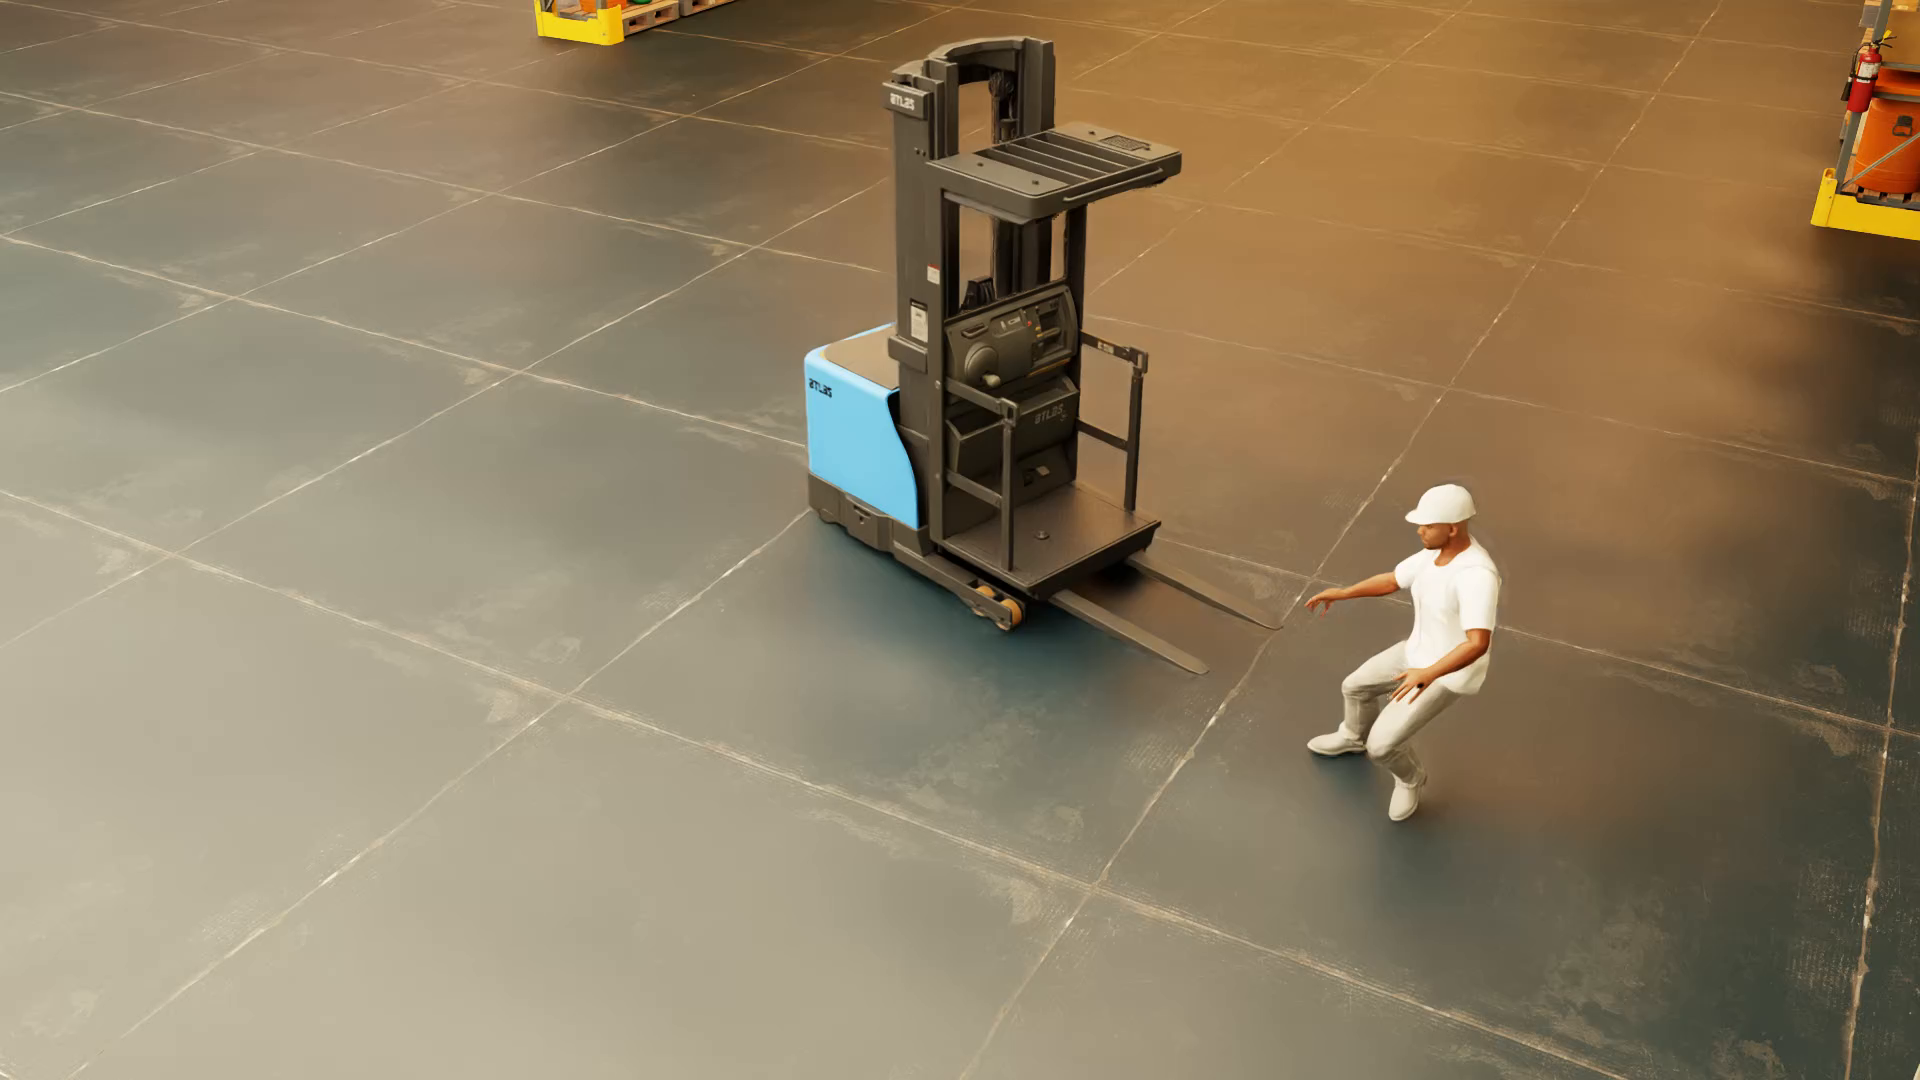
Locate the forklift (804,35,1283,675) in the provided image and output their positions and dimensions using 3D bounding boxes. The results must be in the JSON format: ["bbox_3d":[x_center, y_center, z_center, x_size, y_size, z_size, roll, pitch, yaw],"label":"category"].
[{"bbox_3d":[0.435,-1.065,8.916,1.130,2.935,3.031,-25,38,-36],"label":"forklift"}]

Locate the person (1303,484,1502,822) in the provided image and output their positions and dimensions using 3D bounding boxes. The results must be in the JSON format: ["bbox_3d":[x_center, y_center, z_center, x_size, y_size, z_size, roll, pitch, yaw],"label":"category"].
[{"bbox_3d":[2.000,0.513,7.509,0.708,1.612,0.886,-2,30,-4],"label":"person"}]
